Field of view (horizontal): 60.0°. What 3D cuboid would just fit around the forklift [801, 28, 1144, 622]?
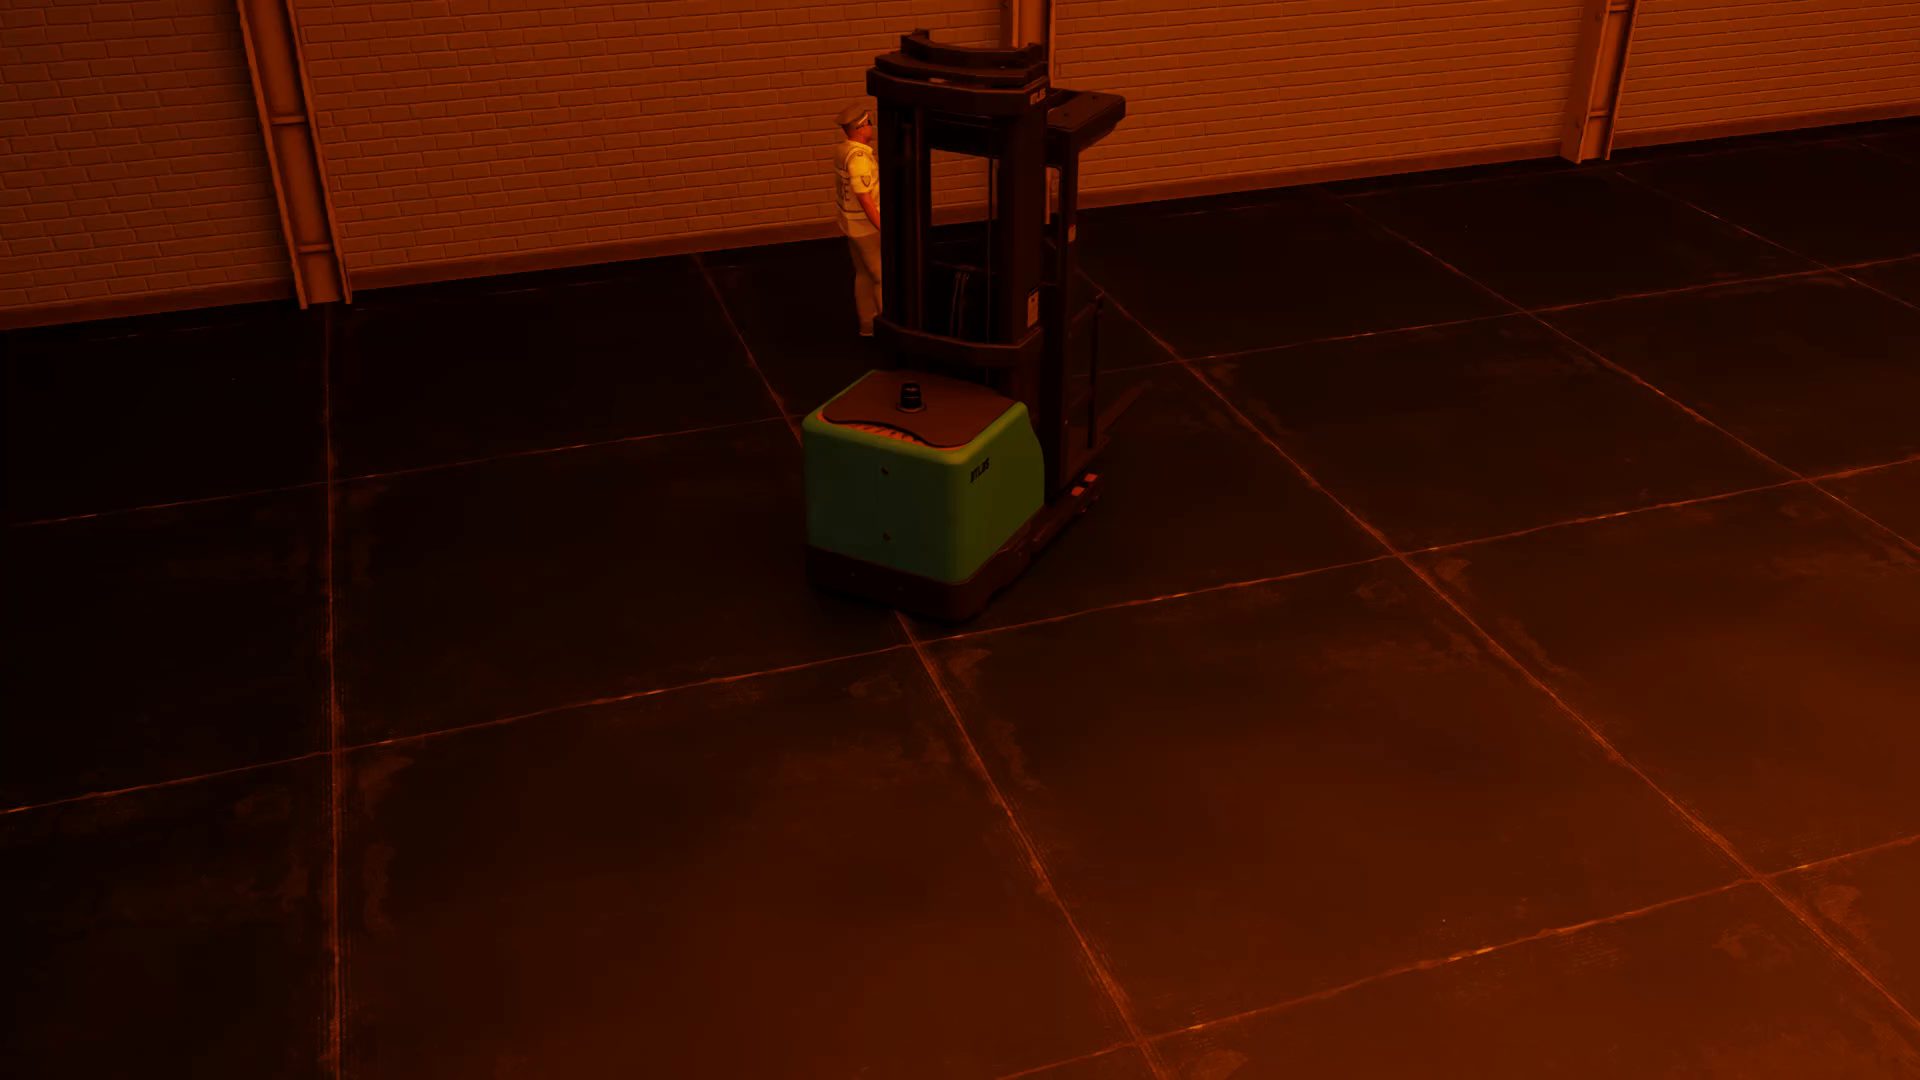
[{"bbox_3d":[0.255,-1.531,9.748,1.130,2.935,3.031,15,33,24],"label":"forklift"}]

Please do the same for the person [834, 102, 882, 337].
[{"bbox_3d":[-0.610,-2.338,12.288,0.576,1.781,0.636,-11,32,-19],"label":"person"}]
